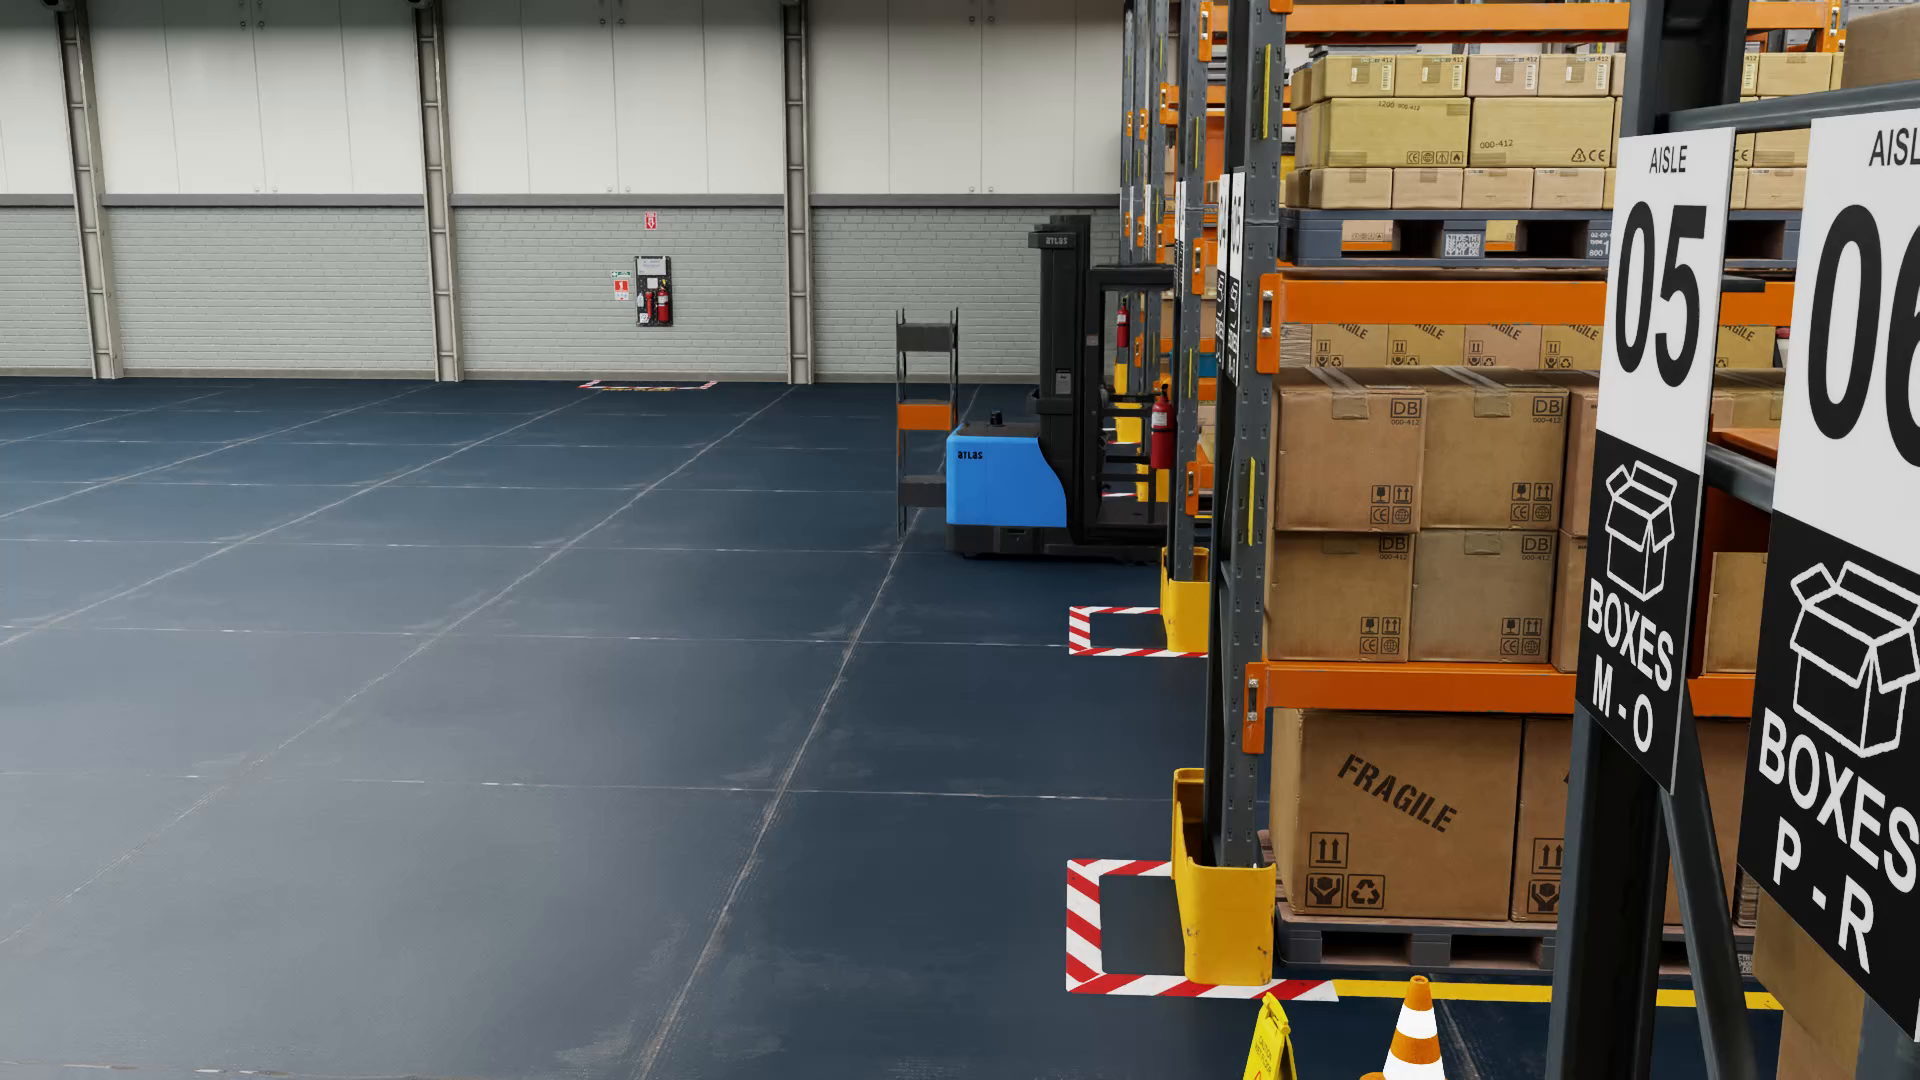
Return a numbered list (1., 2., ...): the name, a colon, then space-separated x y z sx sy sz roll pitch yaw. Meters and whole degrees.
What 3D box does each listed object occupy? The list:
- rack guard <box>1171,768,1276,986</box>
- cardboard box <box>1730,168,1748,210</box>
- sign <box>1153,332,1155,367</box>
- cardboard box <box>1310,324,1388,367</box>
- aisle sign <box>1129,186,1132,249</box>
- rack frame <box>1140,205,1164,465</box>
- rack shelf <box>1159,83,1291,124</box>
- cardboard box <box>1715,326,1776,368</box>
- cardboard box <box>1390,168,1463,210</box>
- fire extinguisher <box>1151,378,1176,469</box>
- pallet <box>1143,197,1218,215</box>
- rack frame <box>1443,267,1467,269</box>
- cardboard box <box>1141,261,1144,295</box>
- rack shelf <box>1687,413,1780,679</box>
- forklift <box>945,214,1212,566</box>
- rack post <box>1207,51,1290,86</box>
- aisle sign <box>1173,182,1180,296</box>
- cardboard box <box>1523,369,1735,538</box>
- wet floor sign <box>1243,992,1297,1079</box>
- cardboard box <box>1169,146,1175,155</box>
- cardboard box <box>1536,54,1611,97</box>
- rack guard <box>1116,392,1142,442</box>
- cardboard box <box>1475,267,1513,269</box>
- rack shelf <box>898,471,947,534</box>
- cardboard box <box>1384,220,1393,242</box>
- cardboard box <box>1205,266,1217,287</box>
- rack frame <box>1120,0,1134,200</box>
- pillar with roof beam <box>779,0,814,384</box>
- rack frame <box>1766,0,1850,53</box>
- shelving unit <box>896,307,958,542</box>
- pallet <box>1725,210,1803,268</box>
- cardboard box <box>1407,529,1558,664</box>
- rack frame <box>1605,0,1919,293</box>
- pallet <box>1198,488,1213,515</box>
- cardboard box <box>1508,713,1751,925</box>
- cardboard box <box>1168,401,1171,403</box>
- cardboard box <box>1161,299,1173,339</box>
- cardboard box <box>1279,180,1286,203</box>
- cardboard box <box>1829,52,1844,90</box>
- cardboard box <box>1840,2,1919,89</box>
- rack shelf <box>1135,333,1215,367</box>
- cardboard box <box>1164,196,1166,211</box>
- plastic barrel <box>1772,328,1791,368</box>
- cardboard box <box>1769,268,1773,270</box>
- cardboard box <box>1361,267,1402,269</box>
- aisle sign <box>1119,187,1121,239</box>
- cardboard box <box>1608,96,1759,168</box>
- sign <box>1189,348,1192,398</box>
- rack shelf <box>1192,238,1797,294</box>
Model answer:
1. rack guard: 1.125 1.427 7.207 0.348 0.500 1.175 1 12 4
2. cardboard box: 2.729 -1.308 6.196 0.250 0.149 0.380 1 12 3
3. sign: 1.871 -1.843 16.058 0.005 0.325 0.100 1 12 4
4. cardboard box: 2.611 -1.420 11.302 0.500 0.500 0.500 1 12 4
5. aisle sign: 2.201 -4.165 21.486 0.004 0.787 0.394 1 12 4
6. rack frame: 1.913 -1.820 16.624 0.127 3.000 1.000 1 12 4
7. rack shelf: 3.908 -4.181 15.993 4.000 0.370 1.077 1 12 4
8. cardboard box: 5.105 -1.387 11.143 0.500 0.500 0.500 1 12 4
9. cardboard box: 1.724 -1.322 6.263 0.250 0.149 0.380 1 12 4
10. fire extinguisher: 1.498 -0.866 12.252 0.183 0.674 0.296 1 12 4
11. pallet: 2.951 -4.242 21.091 1.213 0.211 1.003 1 12 4
12. rack frame: 6.238 -2.777 21.199 0.127 3.000 1.000 1 12 4
13. cardboard box: 3.031 -4.079 25.911 0.500 0.500 0.500 1 12 4
14. rack shelf: 2.915 0.128 1.744 4.000 0.370 1.077 1 12 4
15. forklift: 1.428 -1.331 14.457 3.031 2.935 1.130 2 12 7
16. rack post: 2.658 -4.475 15.887 0.954 0.300 0.937 2 12 10
17. aisle sign: 1.540 -2.143 11.817 0.004 0.787 0.394 1 12 4
18. cardboard box: 2.622 -0.361 6.646 0.550 0.550 0.875 1 12 4
19. wet floor sign: 0.988 1.760 5.258 0.232 0.644 0.267 -1 12 -6
20. cardboard box: 3.440 -5.788 25.533 0.500 0.500 0.500 1 12 3
21. cardboard box: 2.219 -1.706 6.149 0.250 0.149 0.380 1 12 4
22. rack guard: 2.223 -1.609 21.719 0.348 0.500 1.175 1 12 4
23. cardboard box: 8.287 -4.028 25.860 0.500 0.500 0.700 2 12 12
24. rack shelf: -0.293 -0.341 15.240 0.480 0.518 0.431 2 12 8
25. cardboard box: 3.054 -2.130 11.147 0.500 0.250 0.500 1 12 4
26. cardboard box: 3.290 -3.500 21.242 0.500 0.500 0.700 0 12 2
27. rack frame: 2.575 -6.780 25.685 0.127 3.000 1.000 1 12 4
28. pillar with roof beam: -2.943 -6.150 22.672 0.548 9.000 9.100 1 12 4
29. rack frame: 5.573 -3.690 10.911 0.127 3.000 1.000 1 12 4
30. shelving unit: -0.293 -1.040 15.094 0.503 2.100 0.431 2 12 8
31. pallet: 3.111 -1.197 6.536 1.213 0.211 1.003 1 12 4
32. cardboard box: 2.073 0.129 6.939 0.550 0.550 0.875 1 12 4
33. rack frame: 0.919 -1.720 1.494 0.127 3.000 1.000 1 12 4
34. pallet: 2.802 -0.451 16.892 1.213 0.211 1.003 1 12 4
35. cardboard box: 2.708 1.046 7.088 0.875 0.875 0.875 1 12 3
36. cardboard box: 2.767 -1.639 21.447 0.500 0.250 0.500 1 12 4
37. cardboard box: 2.712 -2.872 21.408 0.500 0.500 0.700 1 12 4
38. cardboard box: 2.093 -2.324 11.099 0.250 0.149 0.380 1 12 5
39. cardboard box: 3.239 -1.692 6.083 0.250 0.149 0.380 1 12 4
40. cardboard box: 1.277 -0.575 2.011 0.250 0.149 0.380 1 12 4
41. rack shelf: 4.243 -2.452 21.404 4.000 0.370 1.077 1 12 4
42. cardboard box: 3.008 -5.417 26.200 0.500 0.500 0.500 2 12 8
43. plastic barrel: 8.007 -1.758 15.995 0.433 0.535 0.433 0 12 0
44. cardboard box: 12.028 -4.234 25.312 0.500 0.250 0.500 1 12 4
45. cardboard box: 5.291 -3.472 21.111 0.500 0.500 0.700 1 12 4
46. aisle sign: 2.483 -5.056 25.745 0.004 0.787 0.394 1 12 4
47. cardboard box: 2.624 -1.518 6.227 0.500 0.250 0.500 1 12 3
48. sign: 1.545 -1.121 11.168 0.005 0.325 0.100 1 12 4
49. rack shelf: 3.577 -1.897 11.422 4.000 0.370 1.077 1 12 4
